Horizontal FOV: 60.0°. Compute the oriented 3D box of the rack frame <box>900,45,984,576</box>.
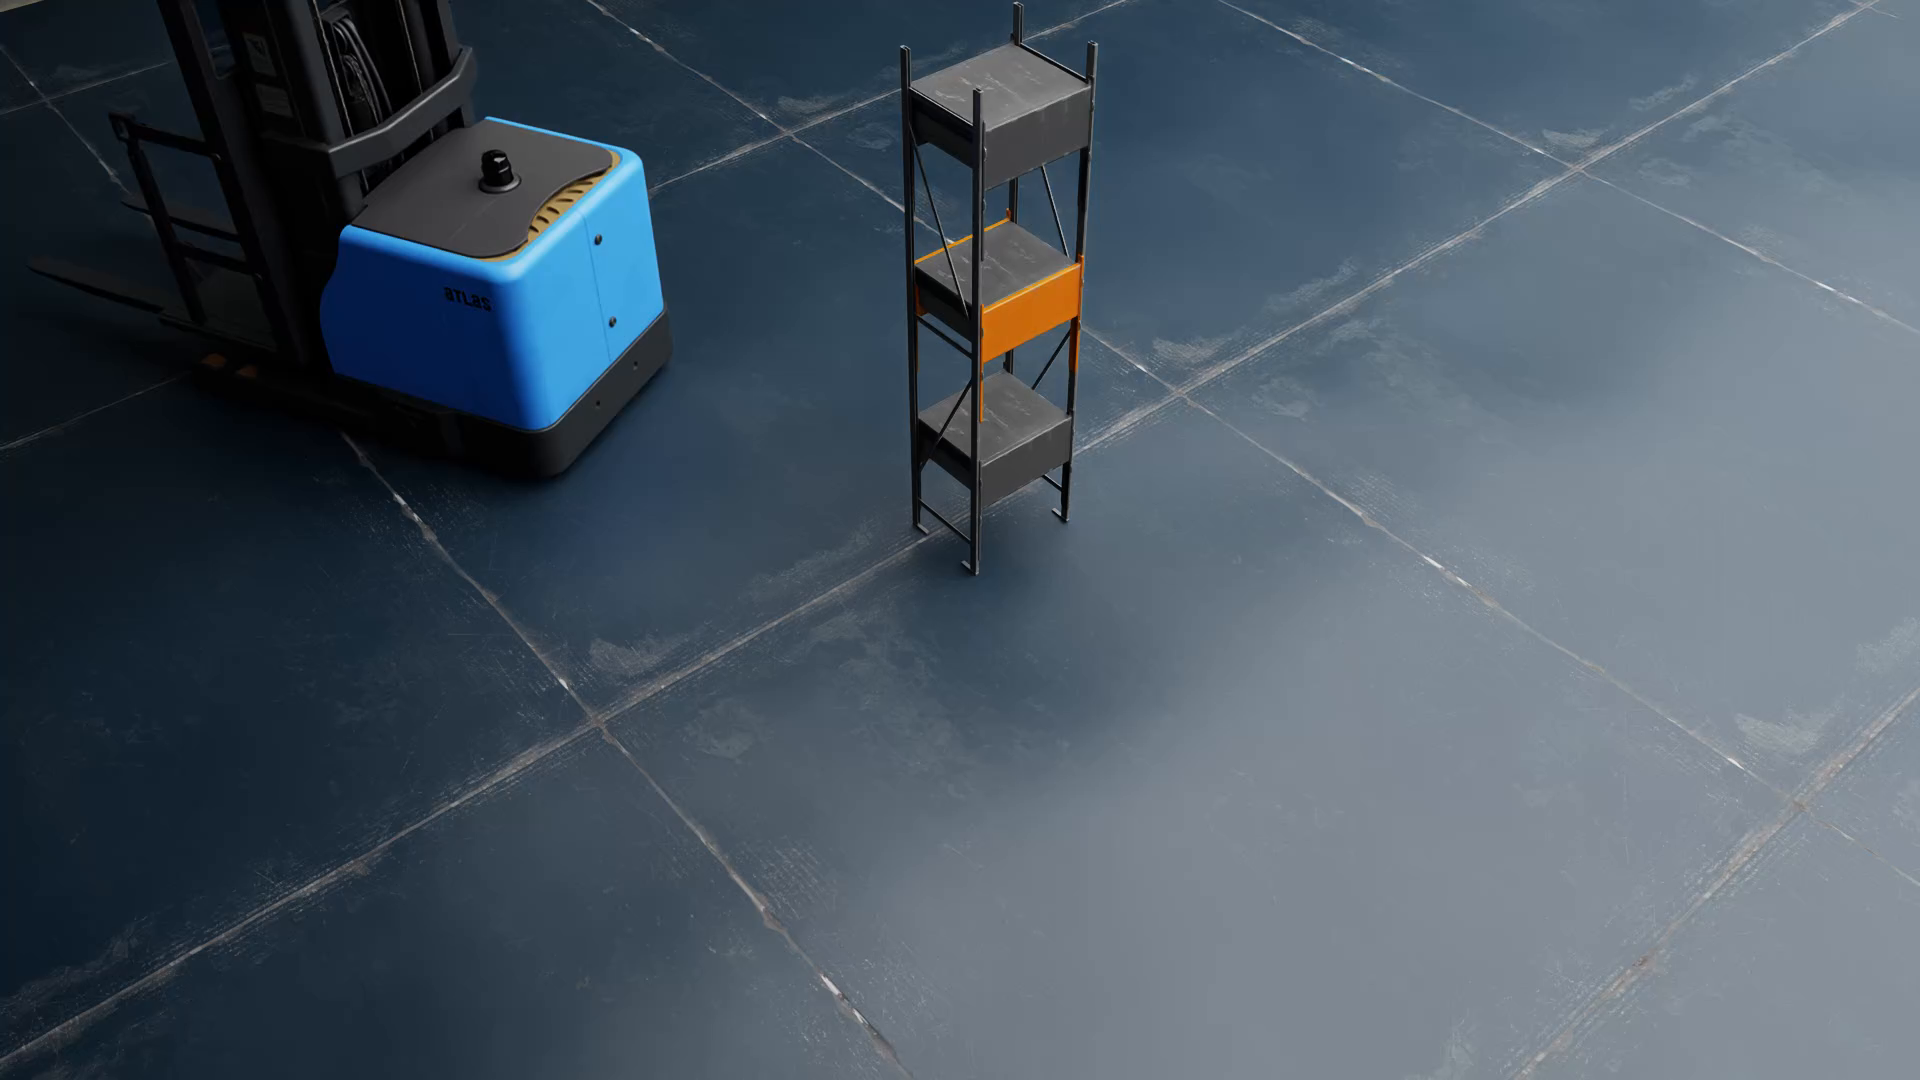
[{"bbox_3d":[-0.060,-0.731,5.994,0.015,2.100,0.400,-30,51,-28],"label":"rack frame"}]

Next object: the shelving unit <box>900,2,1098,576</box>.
[{"bbox_3d":[0.127,-0.838,6.109,0.503,2.100,0.431,-30,51,-28],"label":"shelving unit"}]

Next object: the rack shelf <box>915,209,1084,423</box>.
[{"bbox_3d":[0.127,-0.828,6.118,0.480,0.518,0.431,-30,51,-28],"label":"rack shelf"}]

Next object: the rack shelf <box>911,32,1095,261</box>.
[{"bbox_3d":[0.127,-1.338,5.639,0.480,0.518,0.431,-30,51,-28],"label":"rack shelf"}]

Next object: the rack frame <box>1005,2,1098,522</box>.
[{"bbox_3d":[0.314,-0.945,6.223,0.015,2.100,0.400,-30,51,-28],"label":"rack frame"}]

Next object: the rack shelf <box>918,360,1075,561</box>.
[{"bbox_3d":[0.127,-0.318,6.597,0.480,0.518,0.431,-30,51,-28],"label":"rack shelf"}]

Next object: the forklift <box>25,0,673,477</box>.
[{"bbox_3d":[-2.868,-1.997,6.735,3.031,2.935,1.130,17,46,17],"label":"forklift"}]
